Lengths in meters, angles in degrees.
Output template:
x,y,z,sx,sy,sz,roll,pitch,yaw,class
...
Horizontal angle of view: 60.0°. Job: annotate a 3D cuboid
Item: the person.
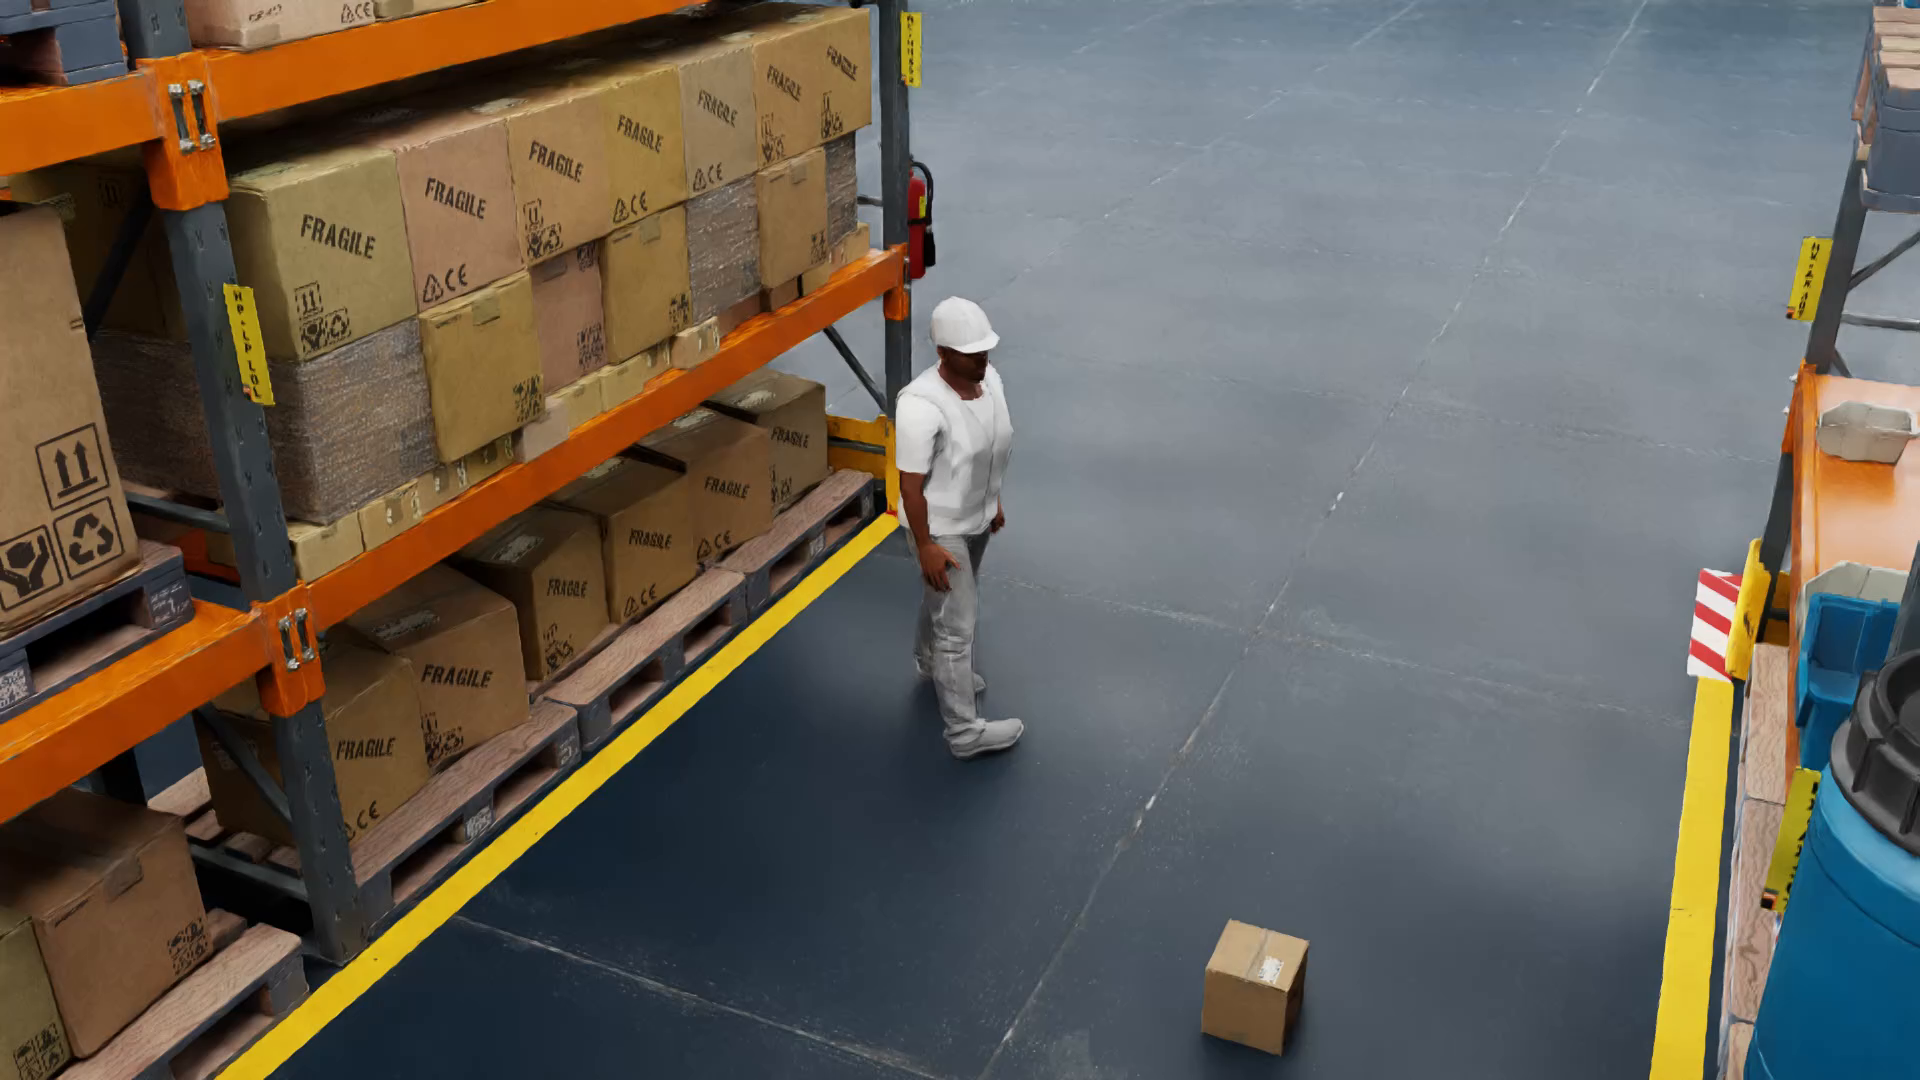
x,y,z,sx,sy,sz,roll,pitch,yaw,class
-0.004,-0.084,6.263,0.640,1.754,0.623,14,29,27,person
